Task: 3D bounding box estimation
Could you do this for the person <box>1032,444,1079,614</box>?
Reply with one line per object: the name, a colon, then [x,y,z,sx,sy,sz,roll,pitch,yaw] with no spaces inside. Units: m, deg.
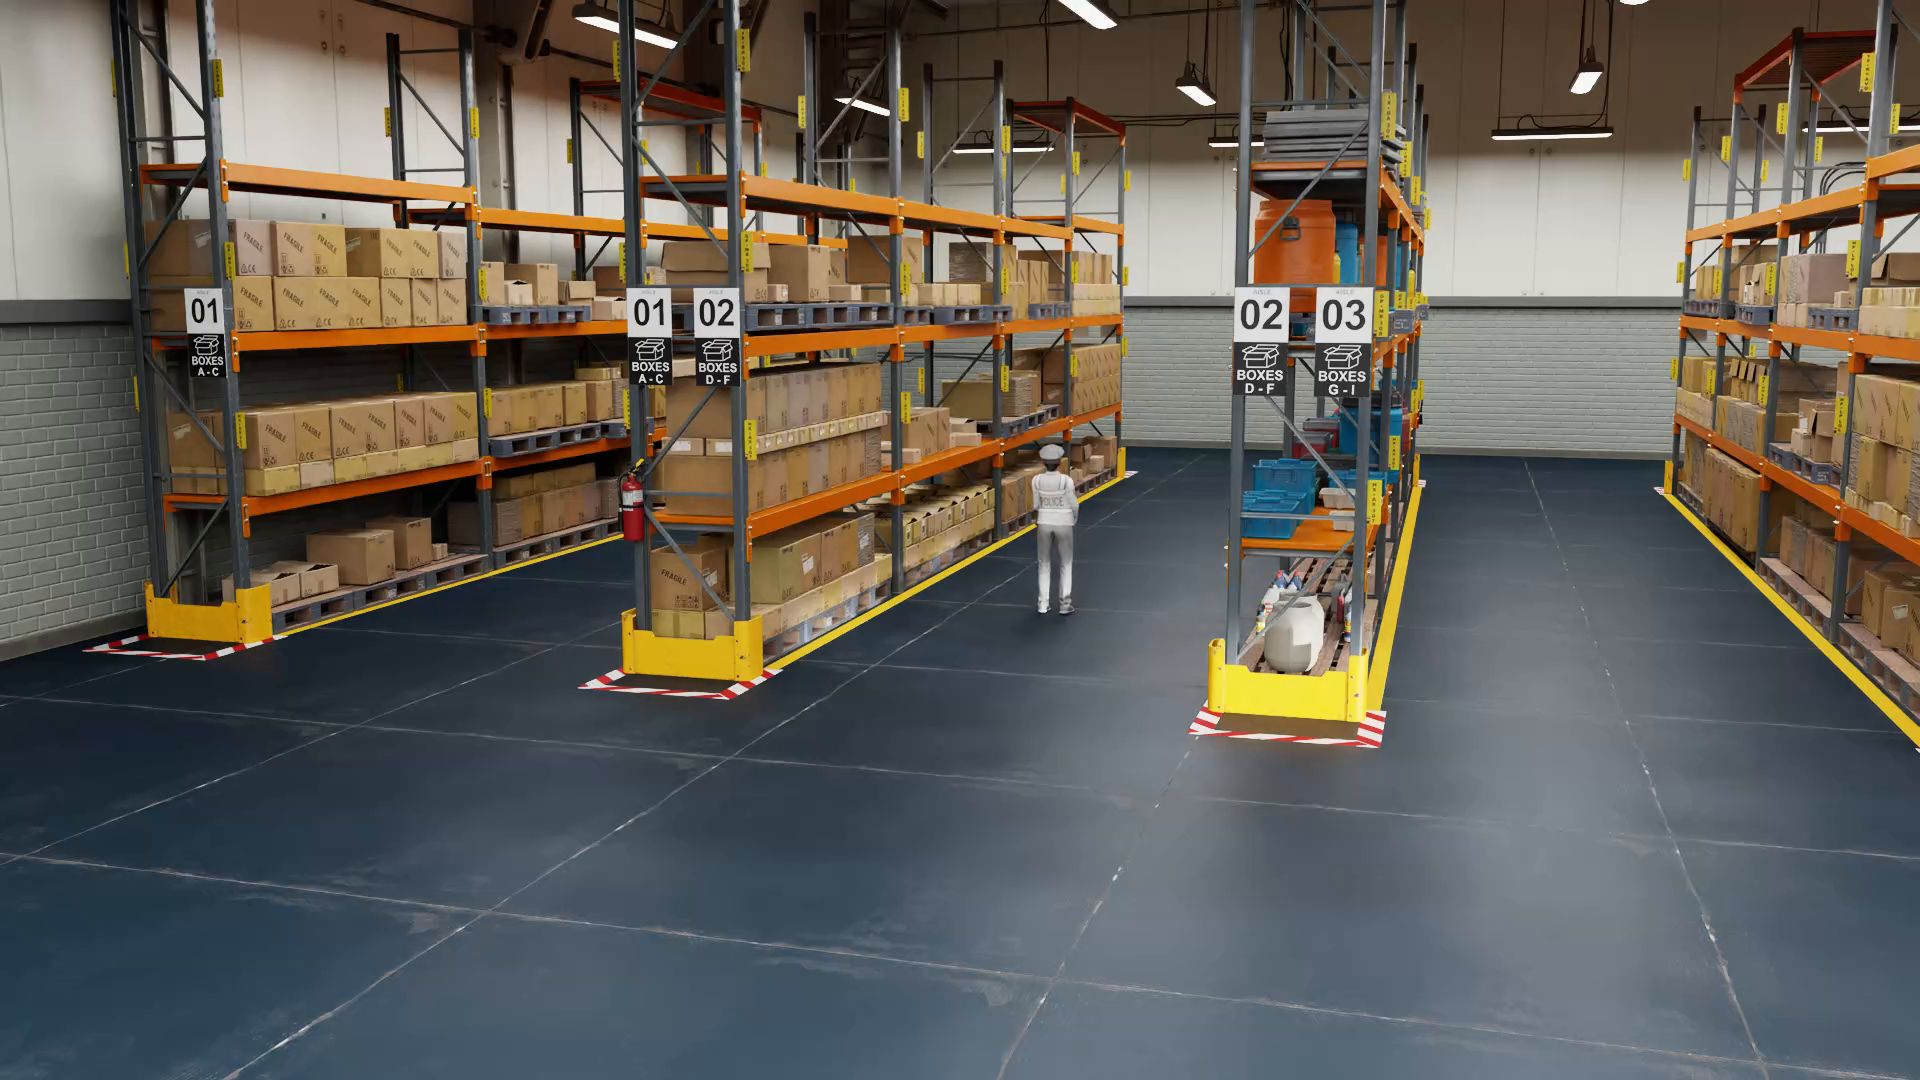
person: [0.956,-0.120,16.553,0.461,1.686,0.563,2,9,16]
